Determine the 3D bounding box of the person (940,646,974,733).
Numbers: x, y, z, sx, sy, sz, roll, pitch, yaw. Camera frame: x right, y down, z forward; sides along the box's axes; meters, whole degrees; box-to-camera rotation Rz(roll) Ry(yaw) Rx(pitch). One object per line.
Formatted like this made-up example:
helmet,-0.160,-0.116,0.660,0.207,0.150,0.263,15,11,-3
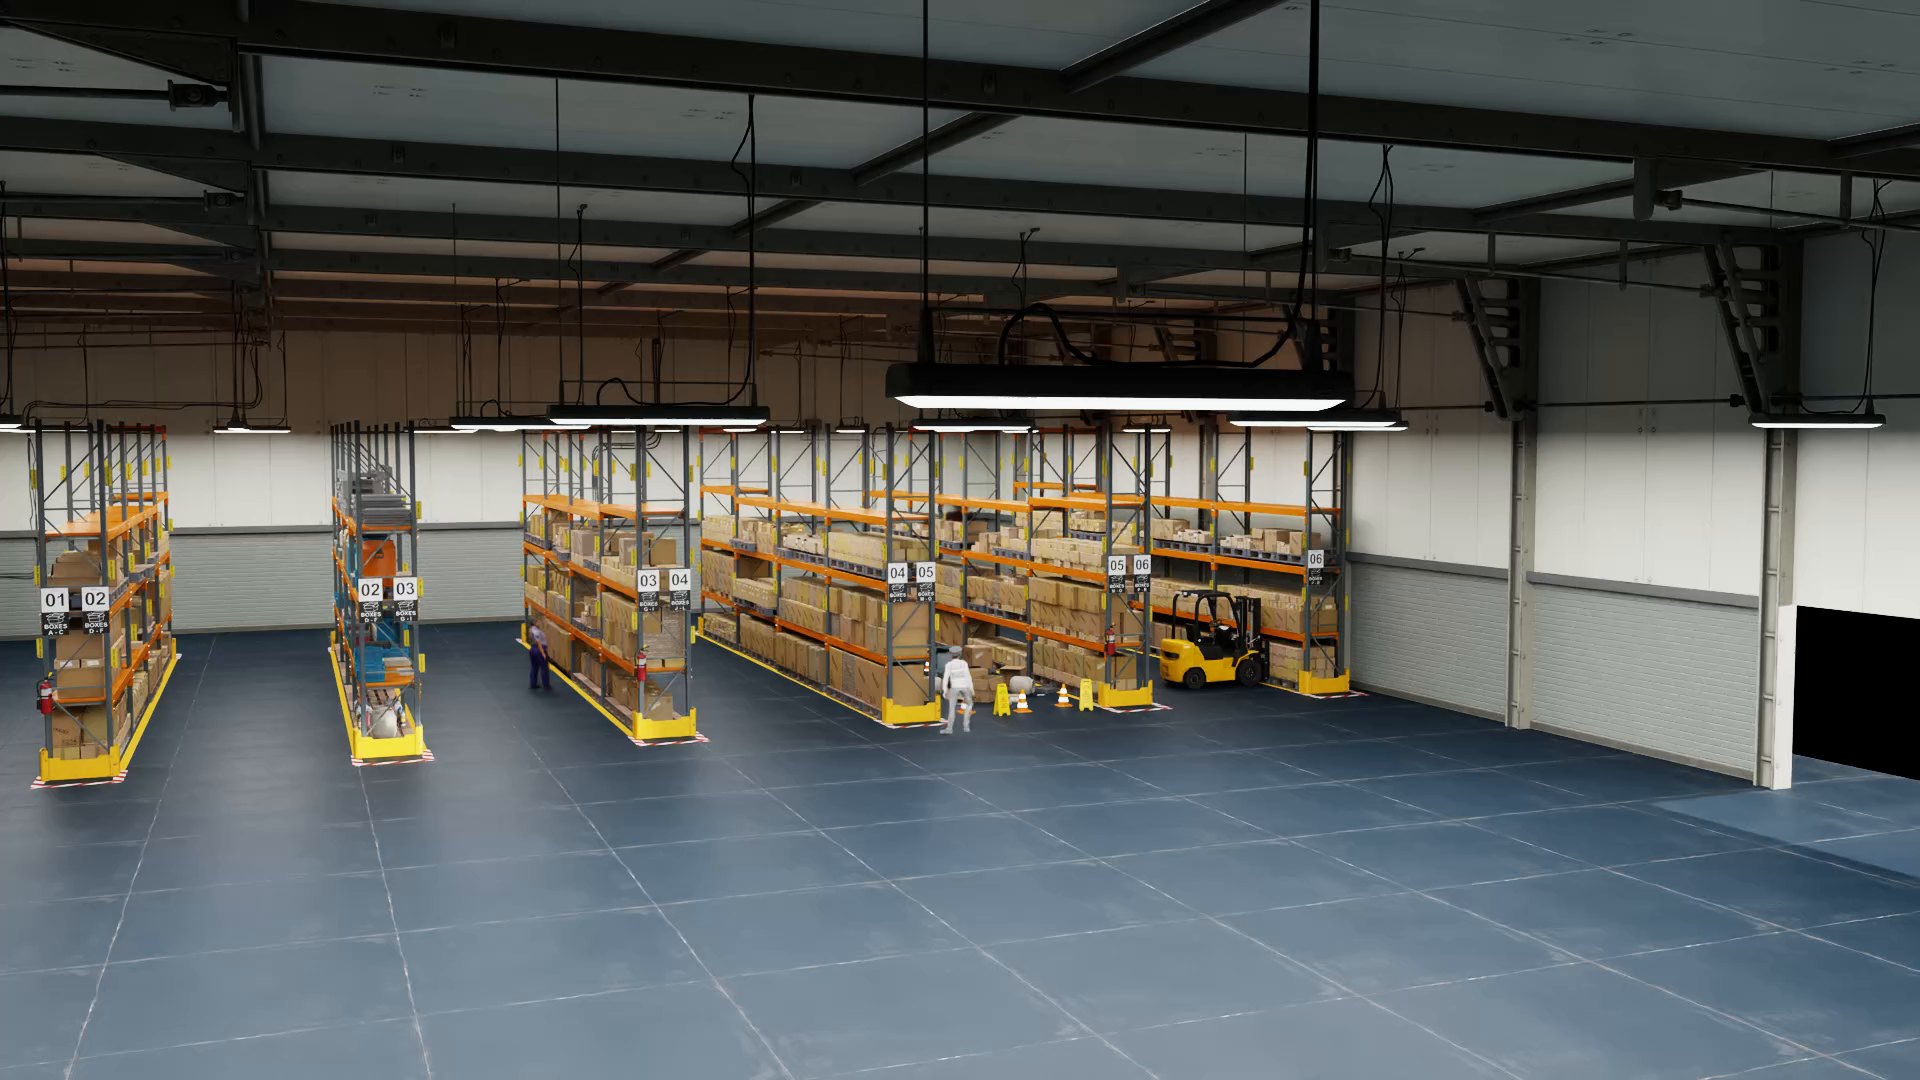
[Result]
person,-0.051,2.873,31.935,0.653,1.686,0.379,0,4,-5

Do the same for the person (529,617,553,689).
person,-9.457,2.555,37.514,0.453,1.634,0.545,-3,5,-43

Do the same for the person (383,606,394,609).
person,-15.704,1.963,45.815,0.501,1.764,0.616,0,4,-6
